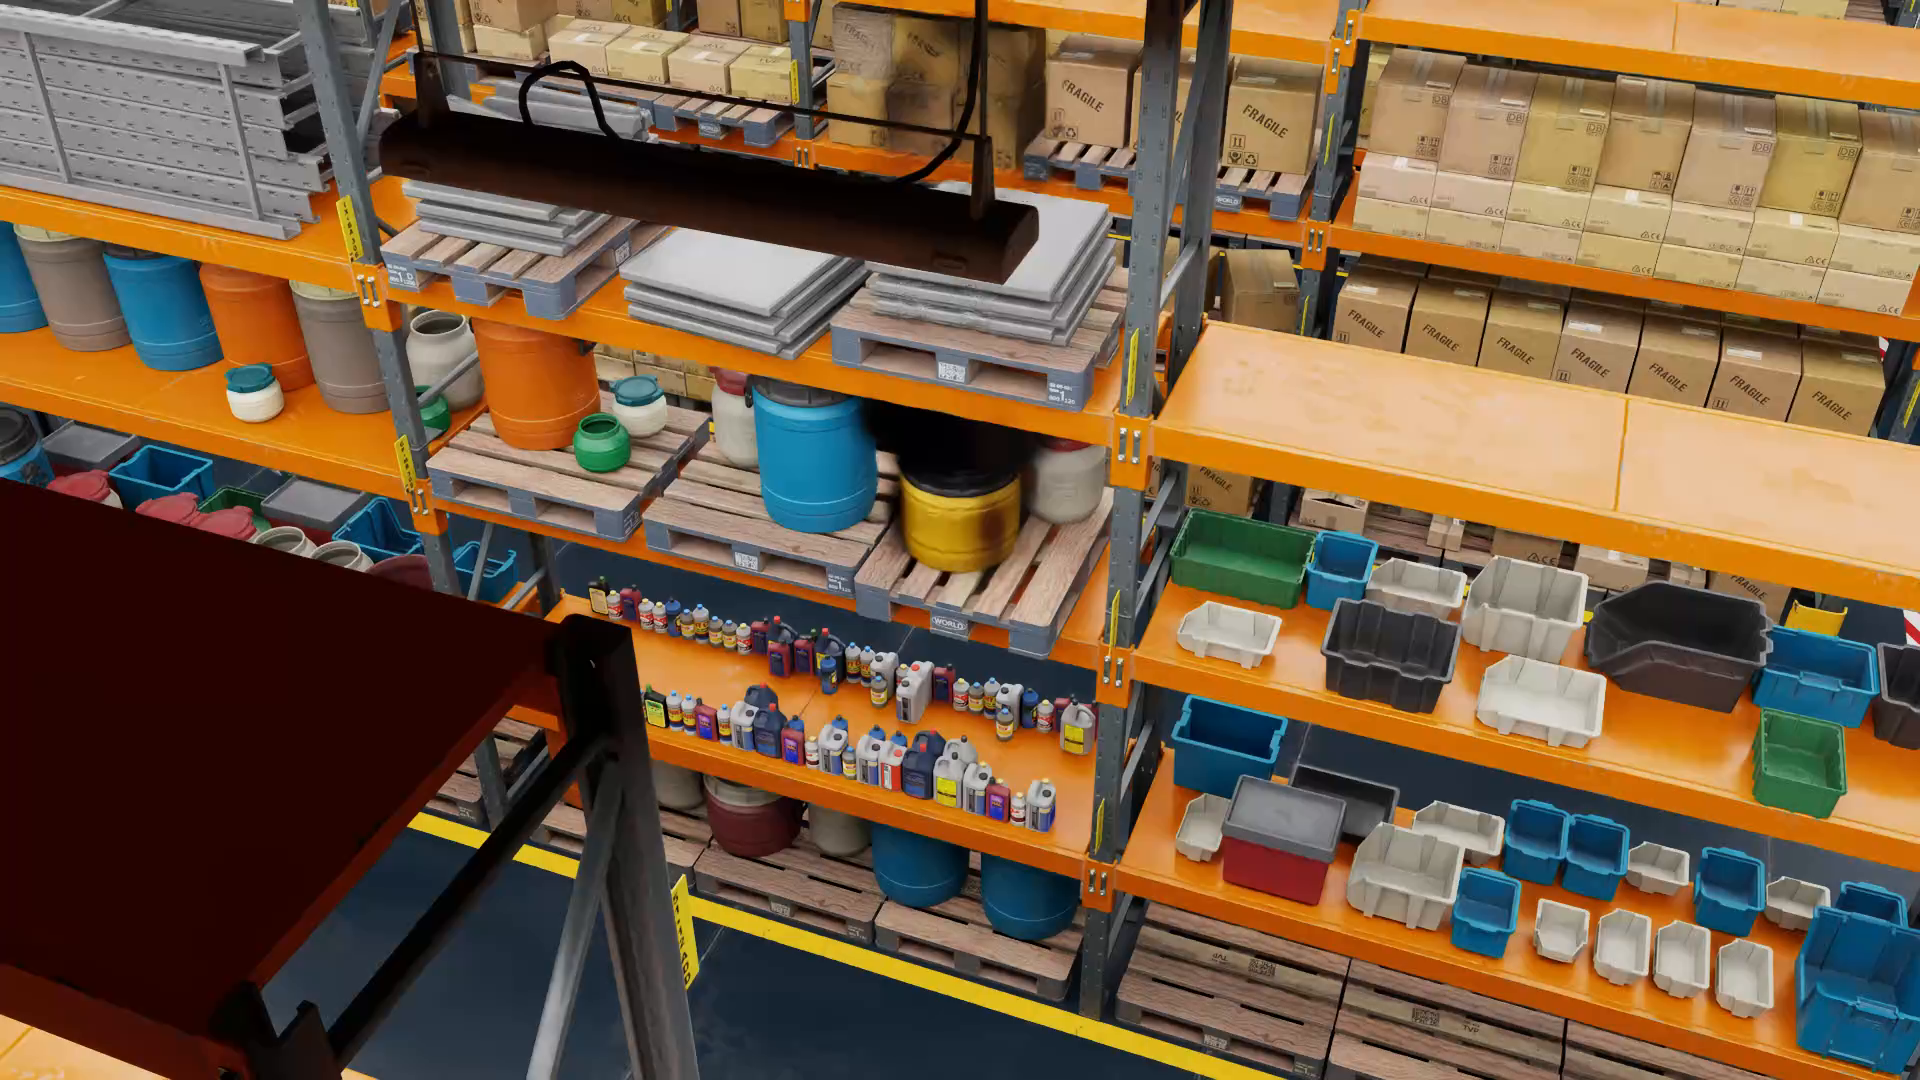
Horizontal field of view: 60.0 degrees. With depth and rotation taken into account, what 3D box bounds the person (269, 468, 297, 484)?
[{"bbox_3d":[-4.918,-0.495,12.700,1.017,1.715,0.707,30,46,34],"label":"person"}]
